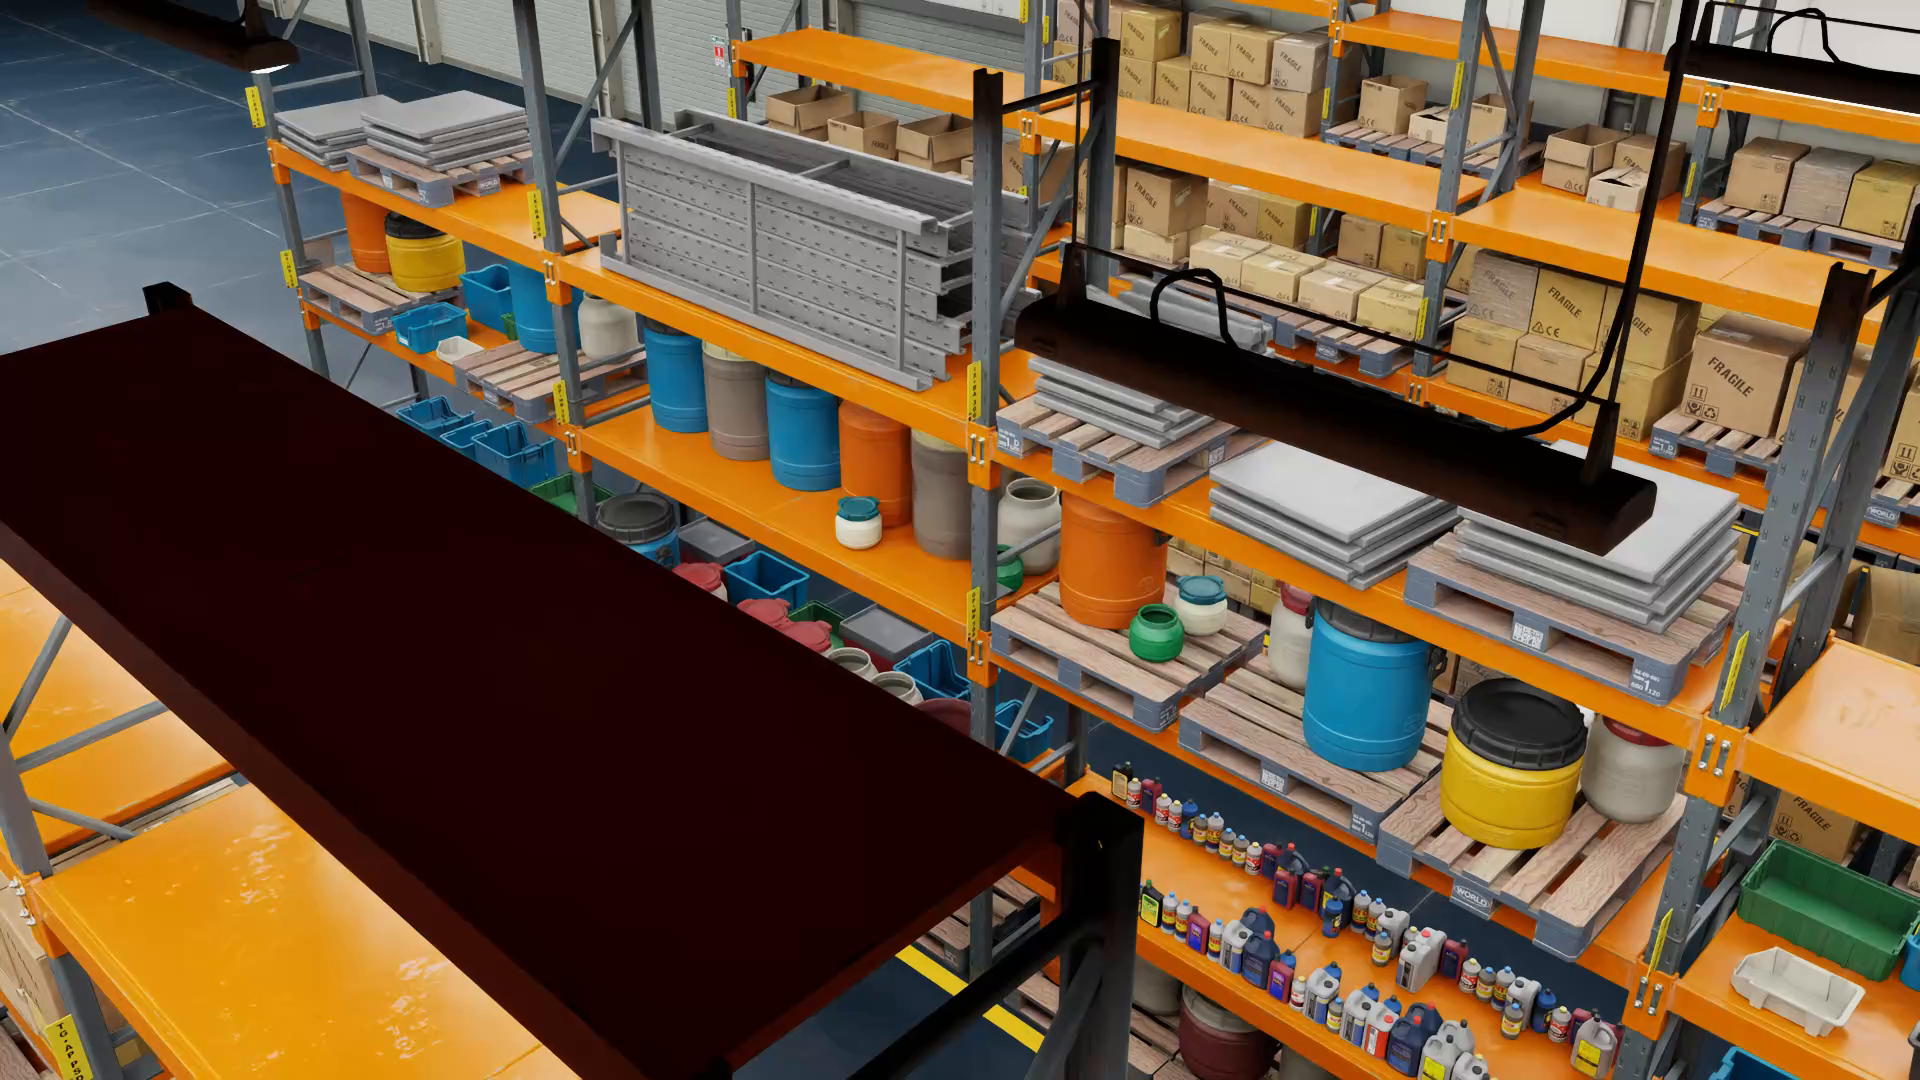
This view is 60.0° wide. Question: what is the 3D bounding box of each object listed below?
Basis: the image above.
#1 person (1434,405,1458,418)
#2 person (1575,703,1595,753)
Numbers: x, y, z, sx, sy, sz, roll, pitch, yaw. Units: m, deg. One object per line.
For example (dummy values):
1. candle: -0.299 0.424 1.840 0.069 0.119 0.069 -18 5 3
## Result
1. person: 4.739 -1.088 16.540 0.744 1.654 0.508 11 31 19
2. person: 3.999 1.773 11.266 1.096 1.685 0.565 23 37 35
